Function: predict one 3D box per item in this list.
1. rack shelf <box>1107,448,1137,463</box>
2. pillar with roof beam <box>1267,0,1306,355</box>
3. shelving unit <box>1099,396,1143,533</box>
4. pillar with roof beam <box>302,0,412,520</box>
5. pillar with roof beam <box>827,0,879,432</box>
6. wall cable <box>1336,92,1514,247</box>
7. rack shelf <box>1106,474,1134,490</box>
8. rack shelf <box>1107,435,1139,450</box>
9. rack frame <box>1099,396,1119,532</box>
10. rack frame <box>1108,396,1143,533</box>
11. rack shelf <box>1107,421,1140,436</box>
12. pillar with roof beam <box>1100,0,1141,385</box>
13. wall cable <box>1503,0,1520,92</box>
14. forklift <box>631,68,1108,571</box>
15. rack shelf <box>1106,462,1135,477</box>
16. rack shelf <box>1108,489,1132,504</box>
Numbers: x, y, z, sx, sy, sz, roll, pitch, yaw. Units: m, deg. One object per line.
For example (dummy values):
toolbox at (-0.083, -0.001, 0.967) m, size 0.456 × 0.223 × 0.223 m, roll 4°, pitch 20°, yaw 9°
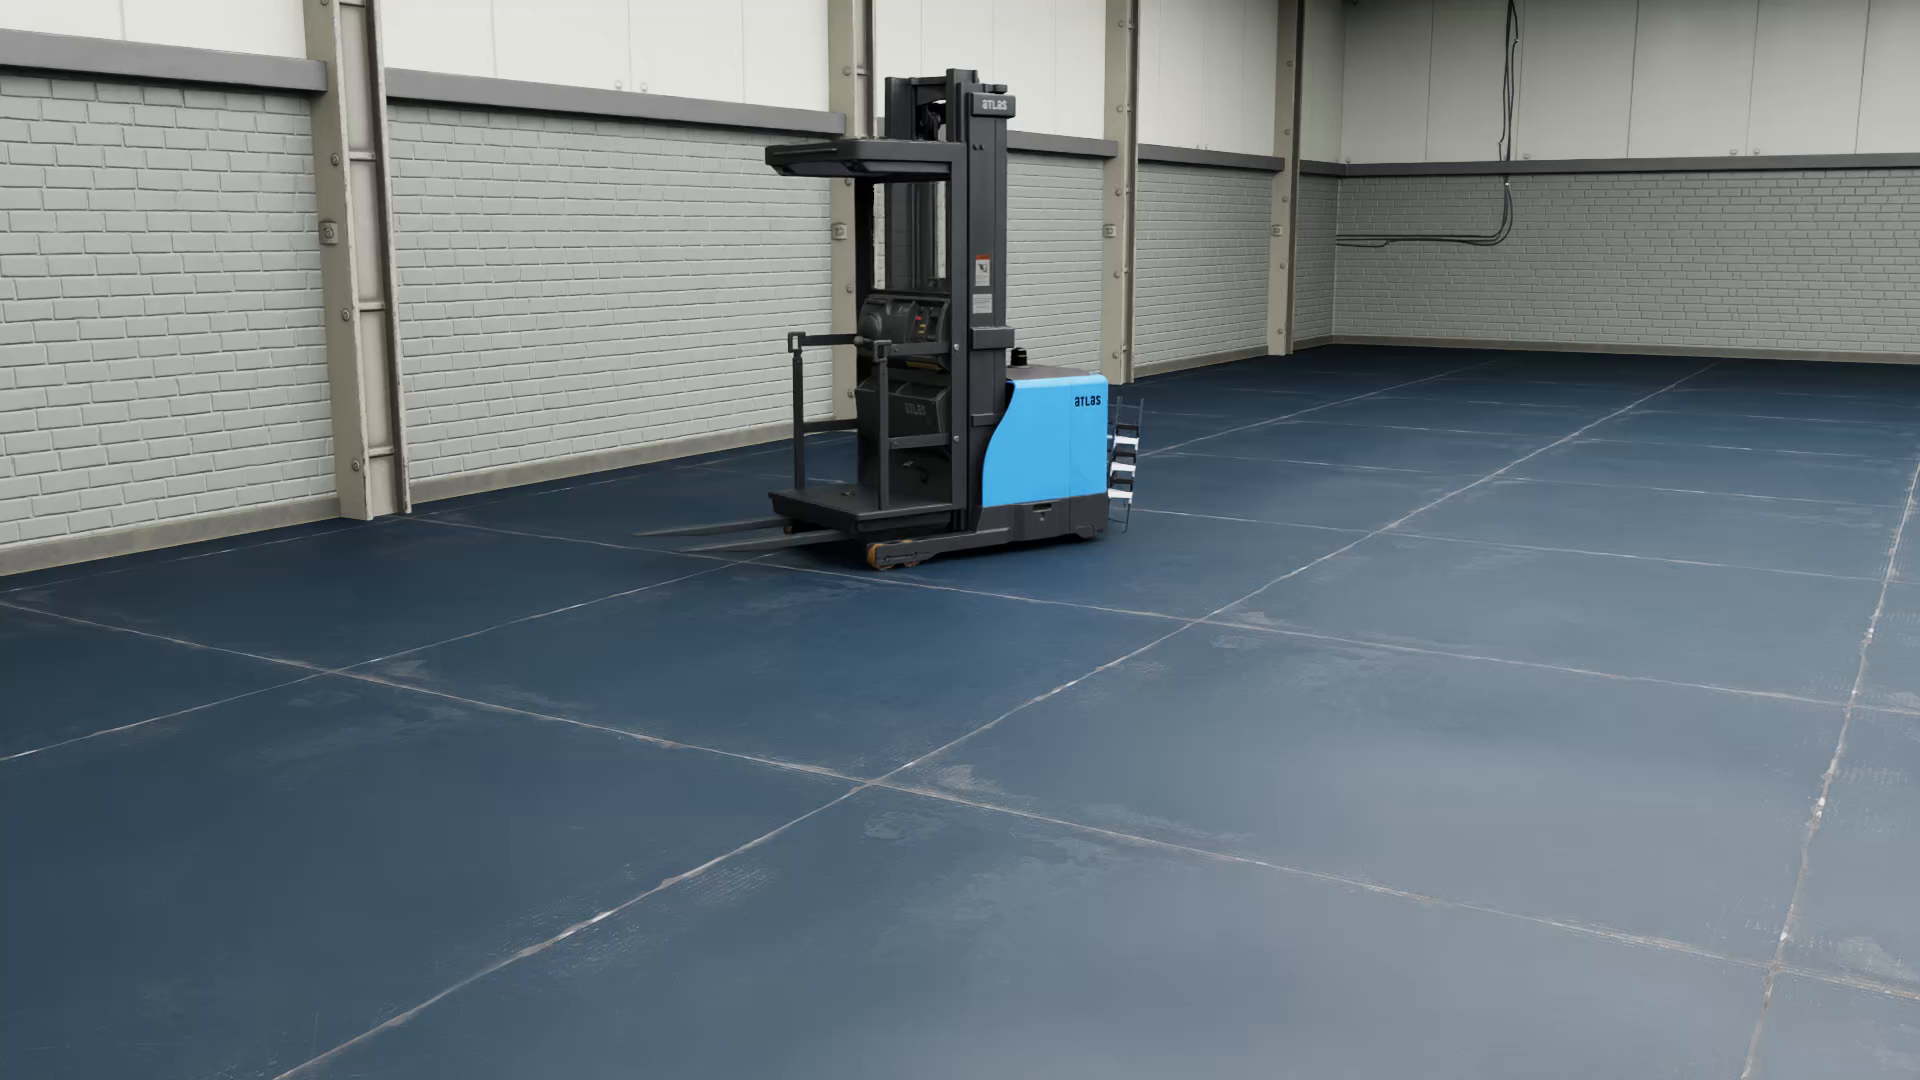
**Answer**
rack shelf at (1.022, -0.568, 11.100) m, size 0.200 × 0.077 × 0.258 m, roll 1°, pitch 8°, yaw -34°
pillar with roof beam at (8.860, -7.025, 23.941) m, size 9.100 × 9.000 × 0.400 m, roll 6°, pitch 12°, yaw 31°
shelving unit at (1.016, -0.512, 11.107) m, size 0.210 × 0.900 × 0.258 m, roll 1°, pitch 8°, yaw -34°
pillar with roof beam at (-0.486, -4.195, 8.820) m, size 9.100 × 9.000 × 0.400 m, roll 6°, pitch 12°, yaw 31°
pillar with roof beam at (2.630, -5.138, 13.860) m, size 9.100 × 9.000 × 0.400 m, roll 6°, pitch 12°, yaw 31°
wall cable at (7.840, -6.247, 28.224) m, size 3.097 × 2.526 × 0.112 m, roll 6°, pitch 12°, yaw 31°
rack shelf at (1.003, -0.391, 11.121) m, size 0.200 × 0.077 × 0.258 m, roll 1°, pitch 8°, yaw -34°
rack shelf at (1.031, -0.657, 11.090) m, size 0.200 × 0.077 × 0.258 m, roll 1°, pitch 8°, yaw -34°
rack frame at (0.932, -0.514, 11.050) m, size 0.006 × 0.900 × 0.240 m, roll 1°, pitch 8°, yaw -34°
rack frame at (1.100, -0.510, 11.163) m, size 0.006 × 0.900 × 0.240 m, roll 1°, pitch 8°, yaw -34°
rack shelf at (1.040, -0.746, 11.079) m, size 0.200 × 0.077 × 0.258 m, roll 1°, pitch 8°, yaw -34°
pillar with roof beam at (5.745, -6.082, 18.900) m, size 9.100 × 9.000 × 0.400 m, roll 6°, pitch 12°, yaw 31°
wall cable at (10.152, -8.471, 26.378) m, size 3.097 × 2.526 × 0.112 m, roll 6°, pitch 12°, yaw 31°
forklift at (-0.525, -1.367, 10.203) m, size 3.031 × 2.935 × 1.130 m, roll -7°, pitch 13°, yaw -35°
rack shelf at (1.013, -0.479, 11.110) m, size 0.200 × 0.077 × 0.258 m, roll 1°, pitch 8°, yaw -34°
rack shelf at (0.994, -0.302, 11.131) m, size 0.200 × 0.077 × 0.258 m, roll 1°, pitch 8°, yaw -34°
